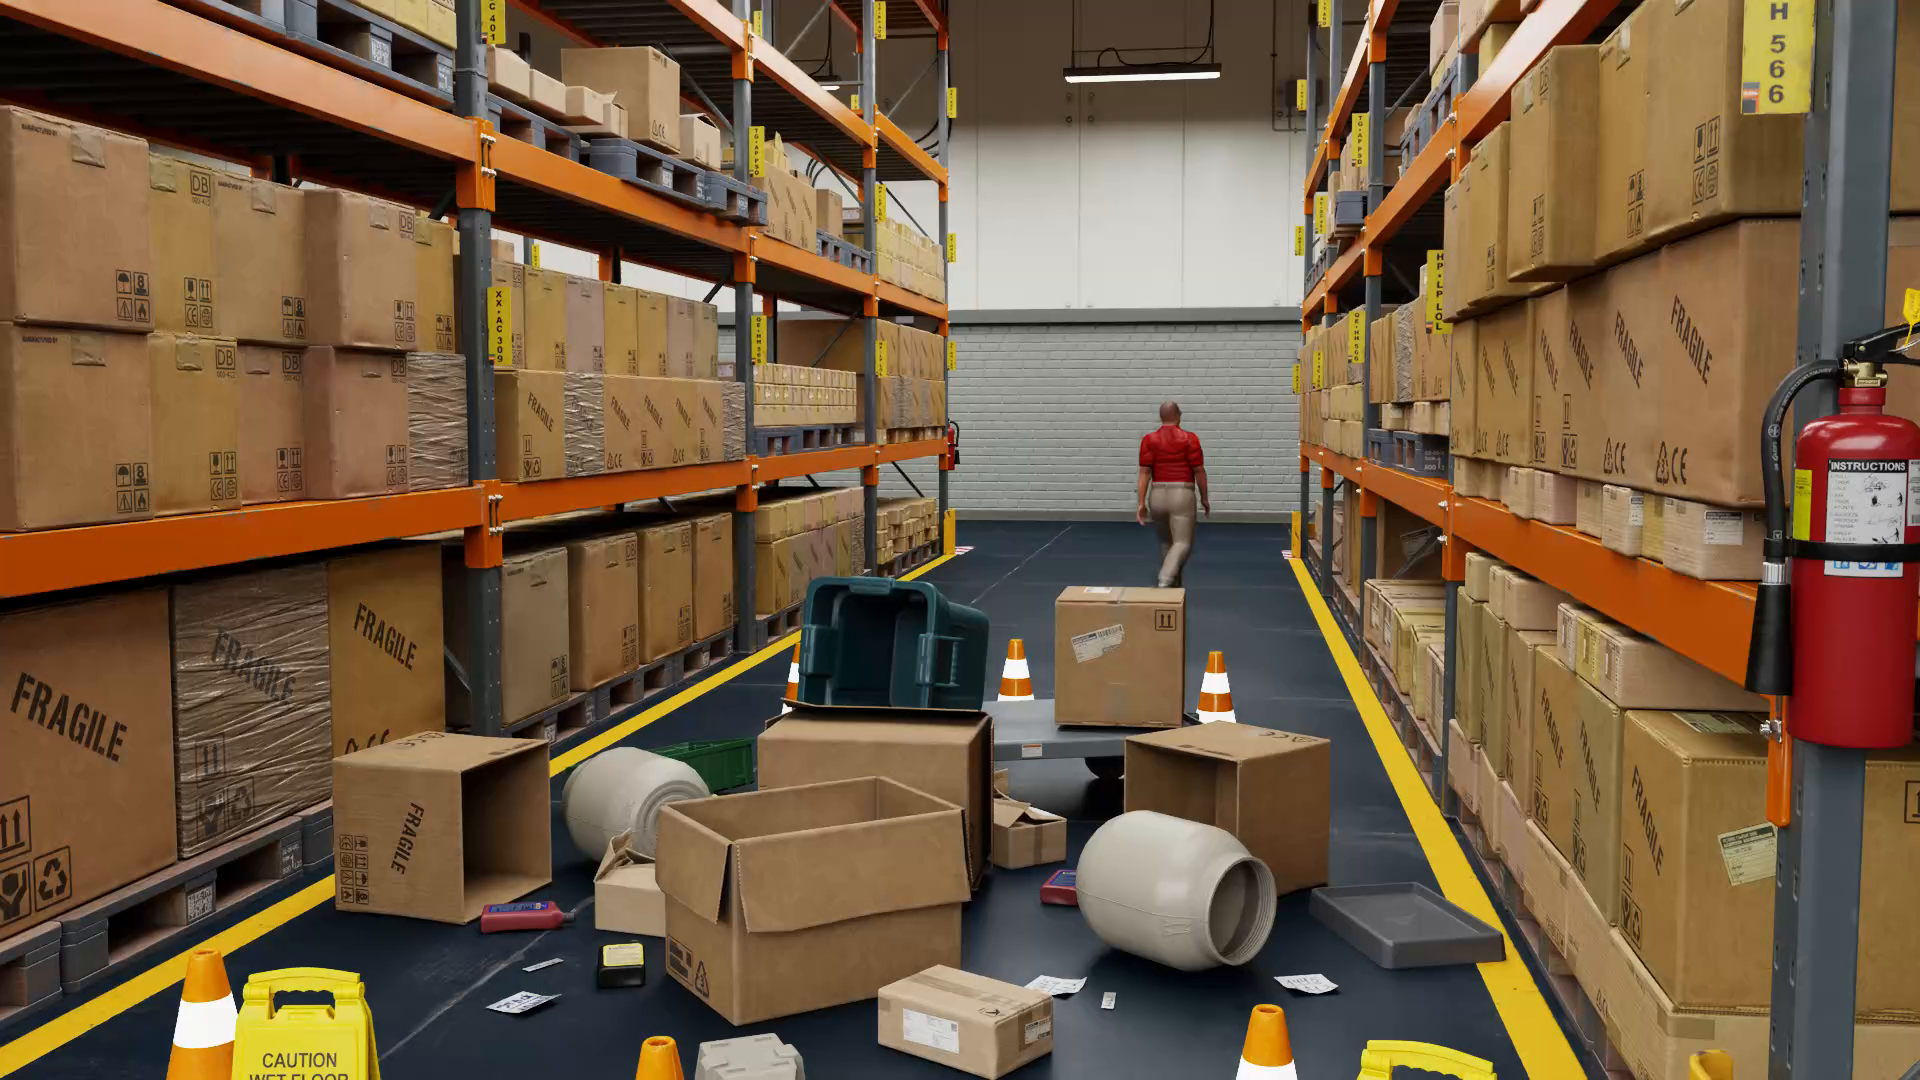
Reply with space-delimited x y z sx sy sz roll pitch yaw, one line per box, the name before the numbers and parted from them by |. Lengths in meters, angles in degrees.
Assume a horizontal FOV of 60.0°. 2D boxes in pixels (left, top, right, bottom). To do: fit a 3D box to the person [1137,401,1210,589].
person | 1.788 -0.321 13.886 0.541 1.677 1.012 3 5 29
